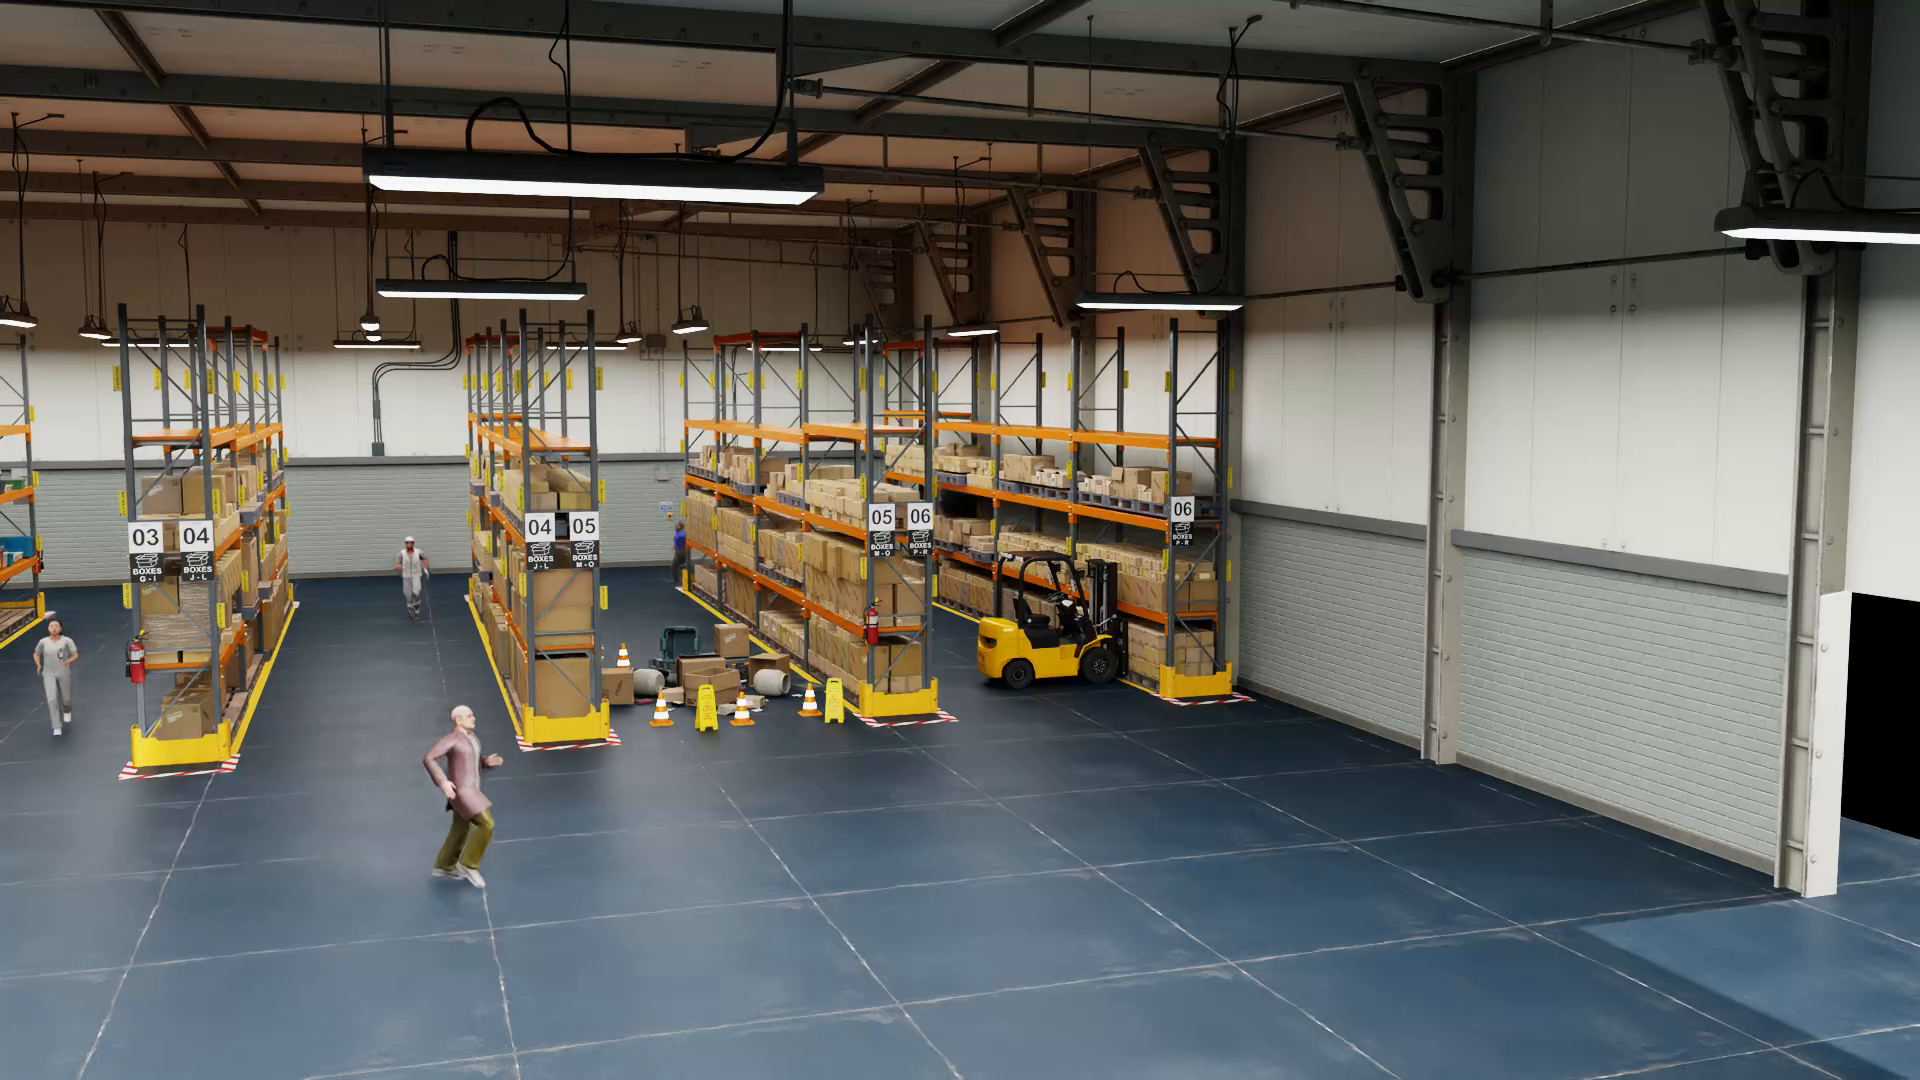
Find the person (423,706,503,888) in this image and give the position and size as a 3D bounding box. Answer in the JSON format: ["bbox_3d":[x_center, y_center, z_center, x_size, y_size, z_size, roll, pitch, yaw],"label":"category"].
[{"bbox_3d":[-4.919,2.554,16.575,0.746,1.815,0.685,0,5,0],"label":"person"}]

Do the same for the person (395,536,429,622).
[{"bbox_3d":[-11.470,0.814,34.811,0.643,1.796,0.804,-1,6,-12],"label":"person"}]

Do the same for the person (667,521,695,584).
[{"bbox_3d":[-6.863,0.317,41.256,0.767,1.567,0.642,-2,6,-19],"label":"person"}]

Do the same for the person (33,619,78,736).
[{"bbox_3d":[-12.918,1.934,23.771,0.575,1.635,0.802,-2,6,-24],"label":"person"}]
